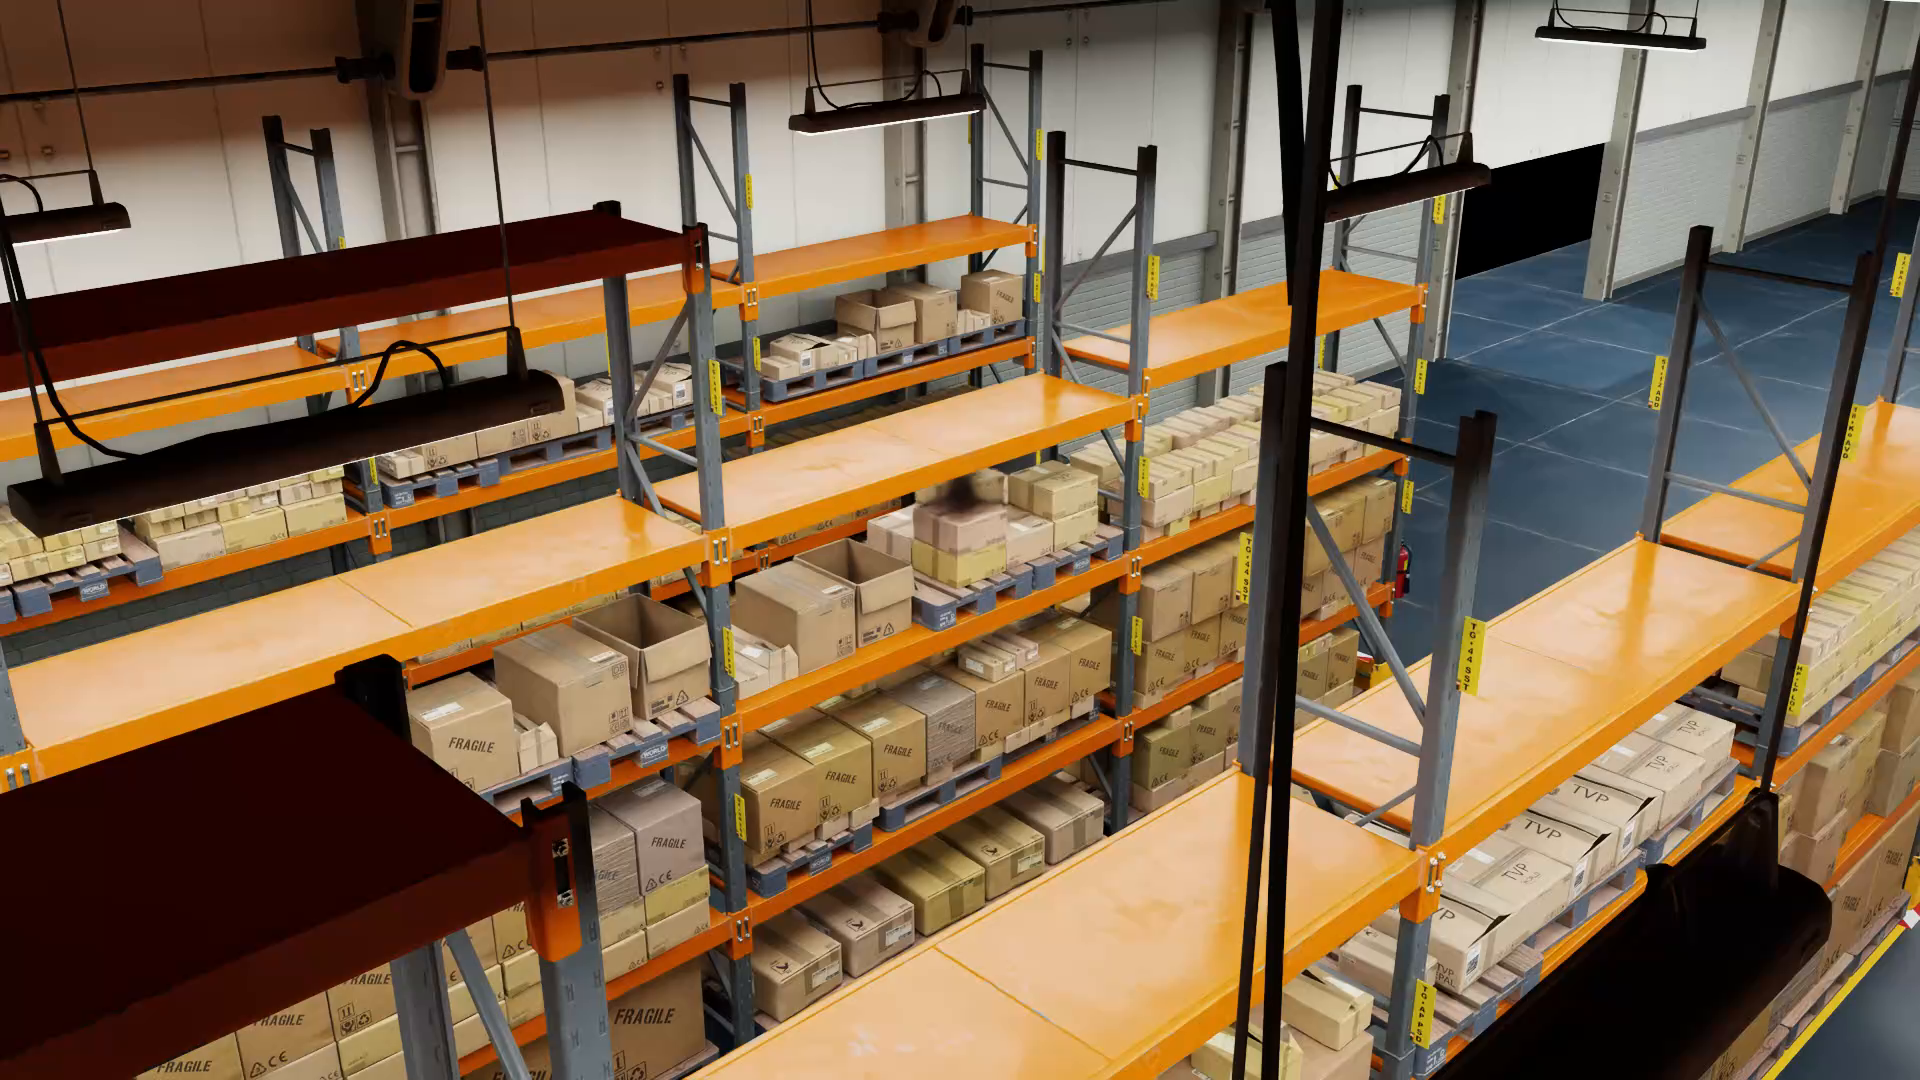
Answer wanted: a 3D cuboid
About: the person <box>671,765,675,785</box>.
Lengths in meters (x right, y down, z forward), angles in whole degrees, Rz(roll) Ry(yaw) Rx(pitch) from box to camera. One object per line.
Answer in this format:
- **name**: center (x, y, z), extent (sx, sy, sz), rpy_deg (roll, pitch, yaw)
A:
- **person**: center (-2.412, 1.672, 14.629), extent (0.535, 1.686, 0.482), rpy_deg (-8, 24, -18)
